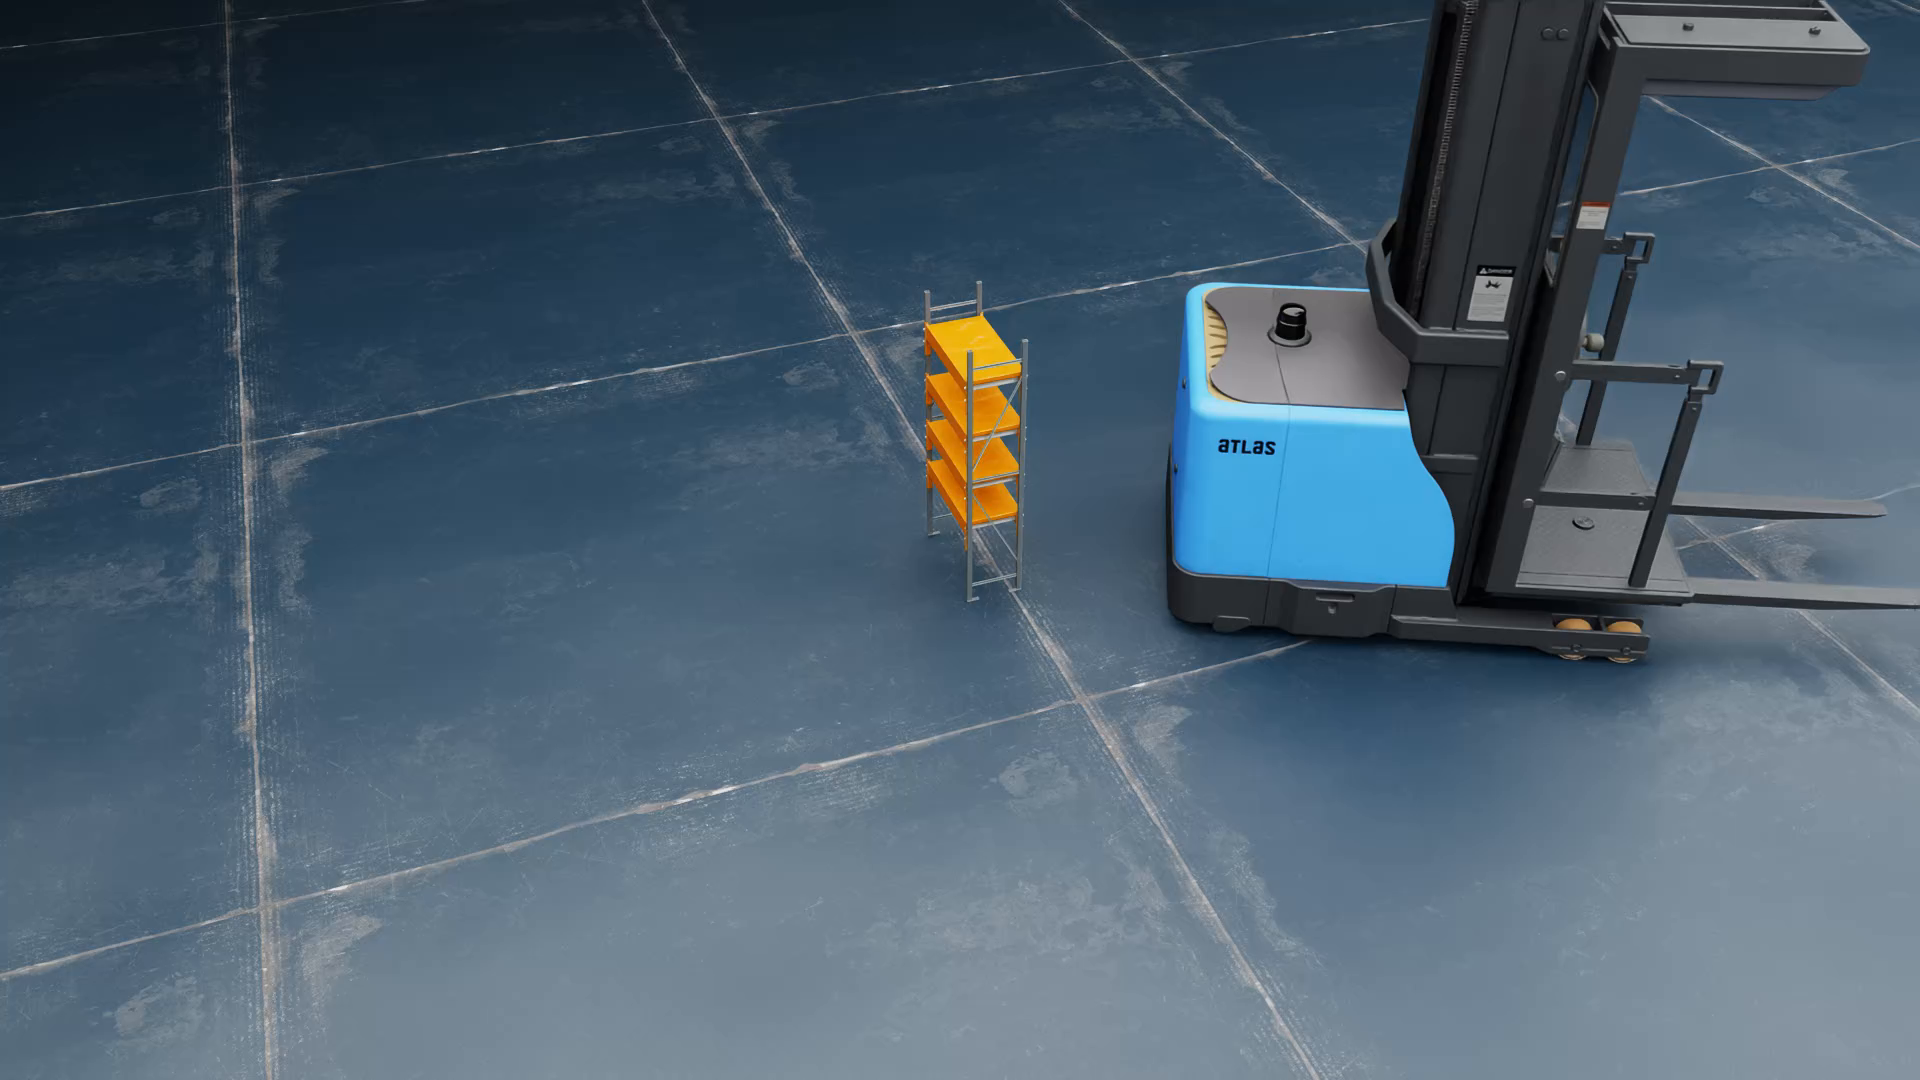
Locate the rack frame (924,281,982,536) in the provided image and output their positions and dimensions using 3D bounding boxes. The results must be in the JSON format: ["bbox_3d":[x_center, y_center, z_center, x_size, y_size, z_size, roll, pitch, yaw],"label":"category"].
[{"bbox_3d":[-0.027,-0.524,6.948,0.240,1.200,0.015,-12,39,-16],"label":"rack frame"}]

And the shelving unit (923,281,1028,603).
[{"bbox_3d":[0.057,-0.386,6.765,0.258,1.200,0.503,-12,39,-16],"label":"shelving unit"}]

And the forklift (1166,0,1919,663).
[{"bbox_3d":[2.392,-1.020,6.168,3.031,2.935,1.130,3,37,4],"label":"forklift"}]

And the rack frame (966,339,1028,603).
[{"bbox_3d":[0.141,-0.248,6.582,0.240,1.200,0.015,-12,39,-16],"label":"rack frame"}]

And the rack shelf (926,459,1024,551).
[{"bbox_3d":[0.057,-0.173,6.925,0.258,0.148,0.480,-12,39,-16],"label":"rack shelf"}]

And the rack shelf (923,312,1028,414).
[{"bbox_3d":[0.057,-0.700,6.528,0.258,0.148,0.480,-12,39,-16],"label":"rack shelf"}]

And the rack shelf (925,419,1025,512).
[{"bbox_3d":[0.057,-0.332,6.805,0.258,0.148,0.480,-12,39,-16],"label":"rack shelf"}]

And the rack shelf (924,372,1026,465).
[{"bbox_3d":[0.057,-0.511,6.671,0.258,0.148,0.480,-12,39,-16],"label":"rack shelf"}]
